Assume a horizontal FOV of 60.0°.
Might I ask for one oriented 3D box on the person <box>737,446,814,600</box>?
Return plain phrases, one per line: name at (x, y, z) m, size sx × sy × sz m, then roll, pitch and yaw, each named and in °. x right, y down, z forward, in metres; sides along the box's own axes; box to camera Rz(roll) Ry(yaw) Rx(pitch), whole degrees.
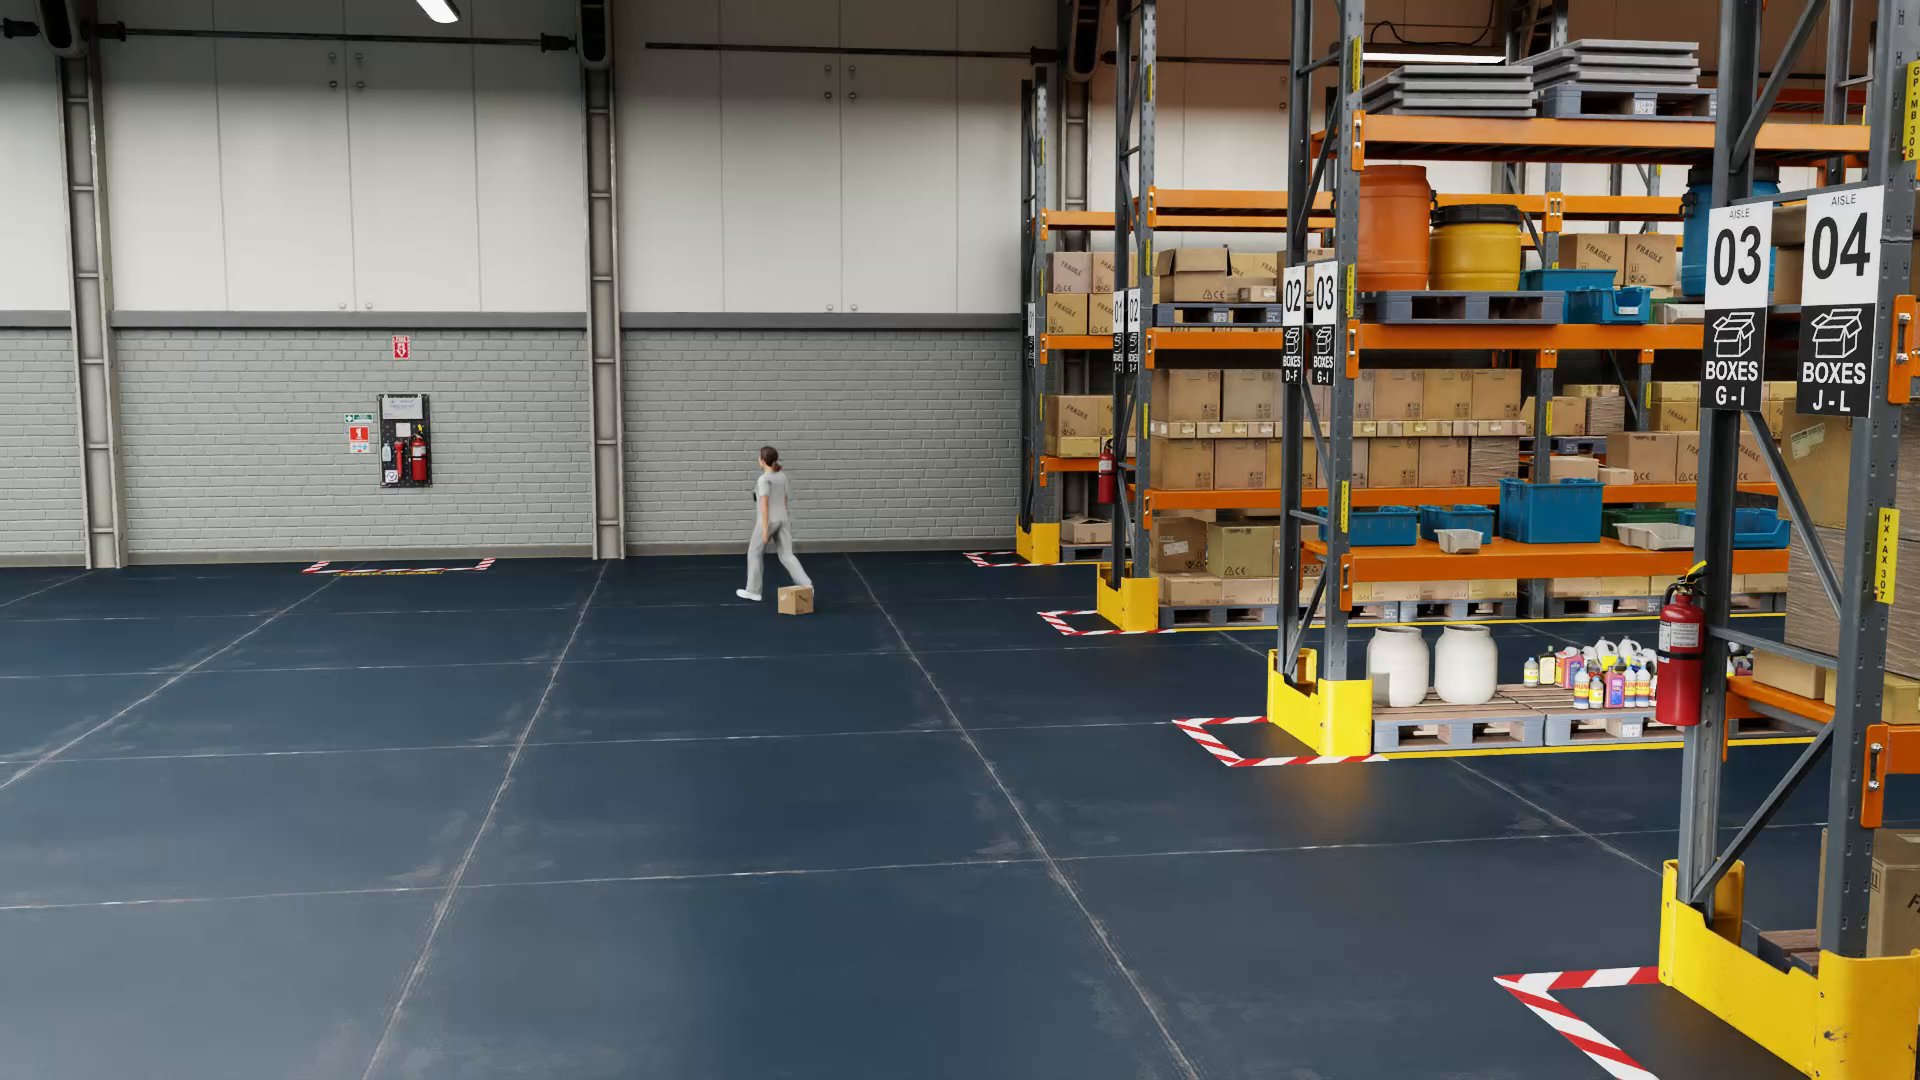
person at (-1.910, -0.161, 17.267) m, size 1.016 × 1.623 × 0.456 m, roll 5°, pitch 9°, yaw 39°
